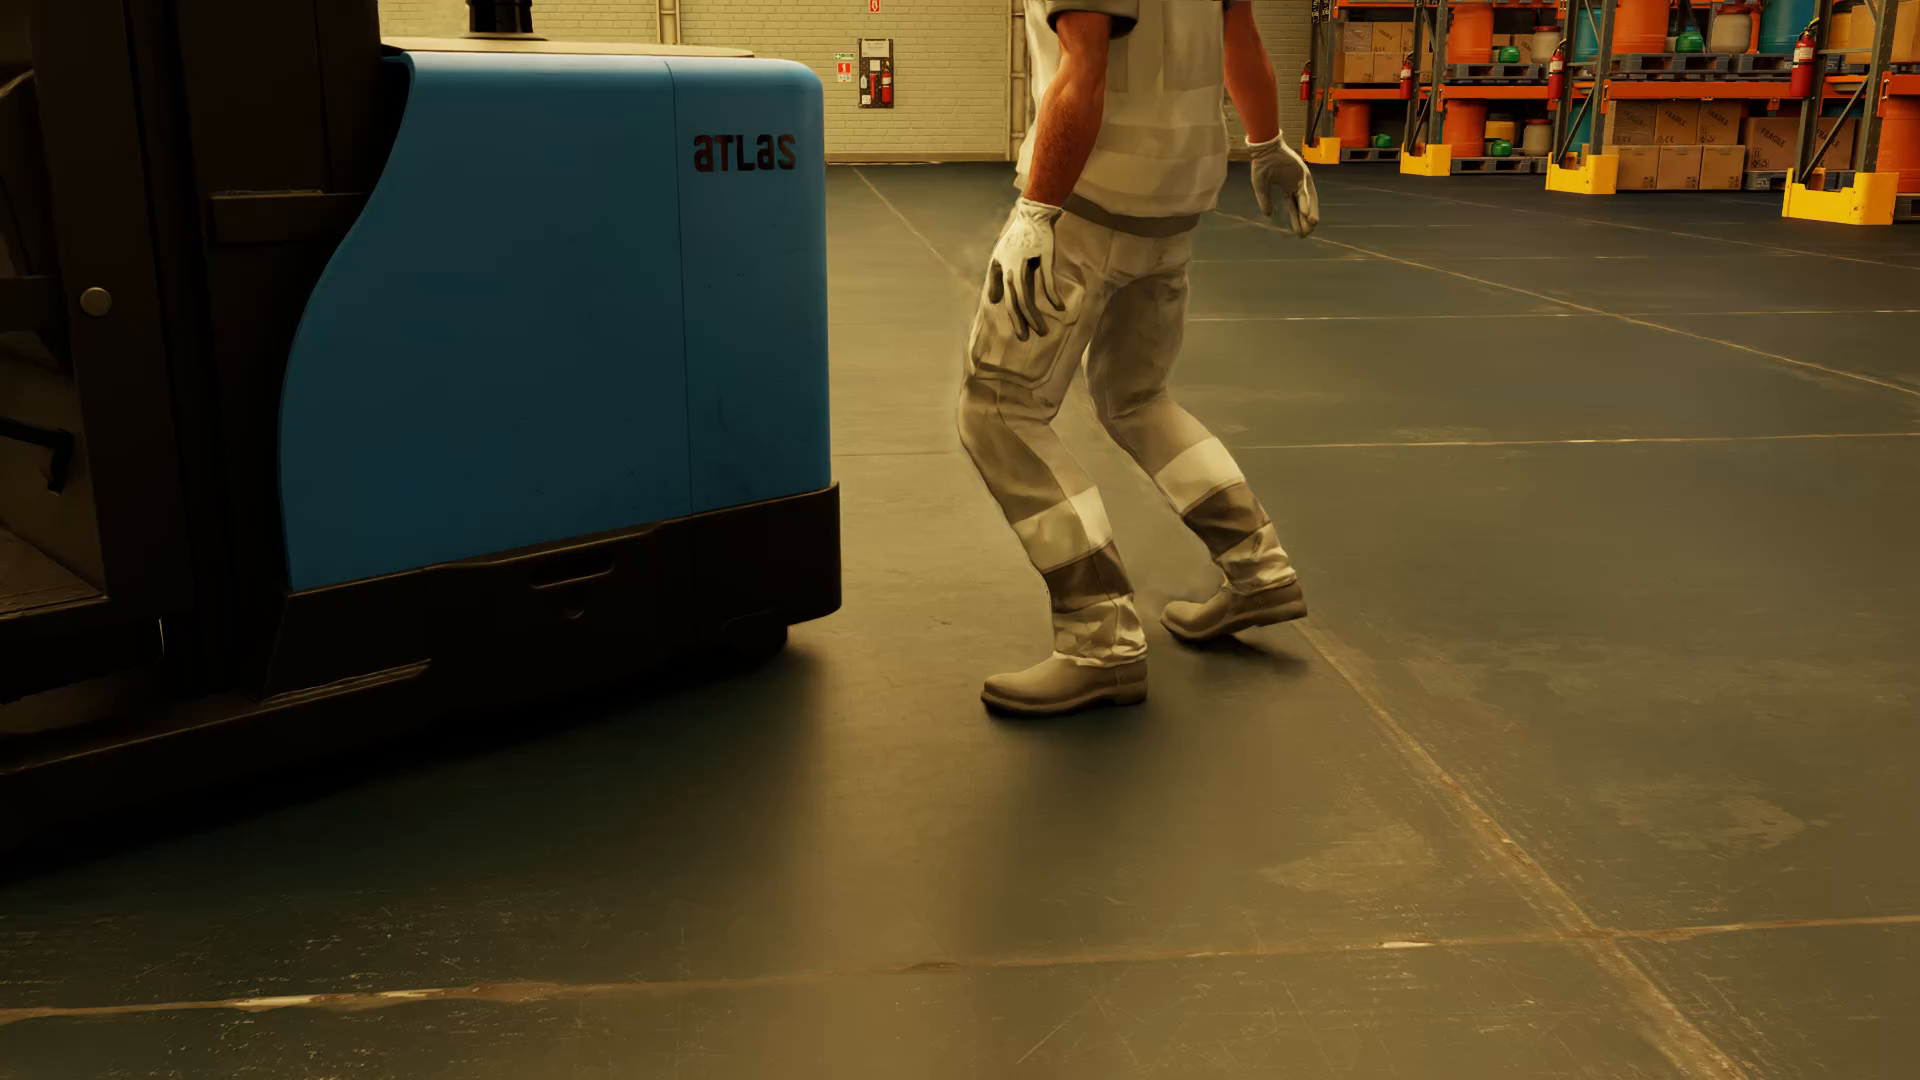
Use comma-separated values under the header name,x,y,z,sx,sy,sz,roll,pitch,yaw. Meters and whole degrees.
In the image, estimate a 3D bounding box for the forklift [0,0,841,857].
name,x,y,z,sx,sy,sz,roll,pitch,yaw
forklift,-1.652,-1.058,2.195,3.031,2.935,1.130,-13,20,-41

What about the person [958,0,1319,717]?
name,x,y,z,sx,sy,sz,roll,pitch,yaw
person,0.360,-0.612,2.918,0.500,1.704,0.895,10,18,35
